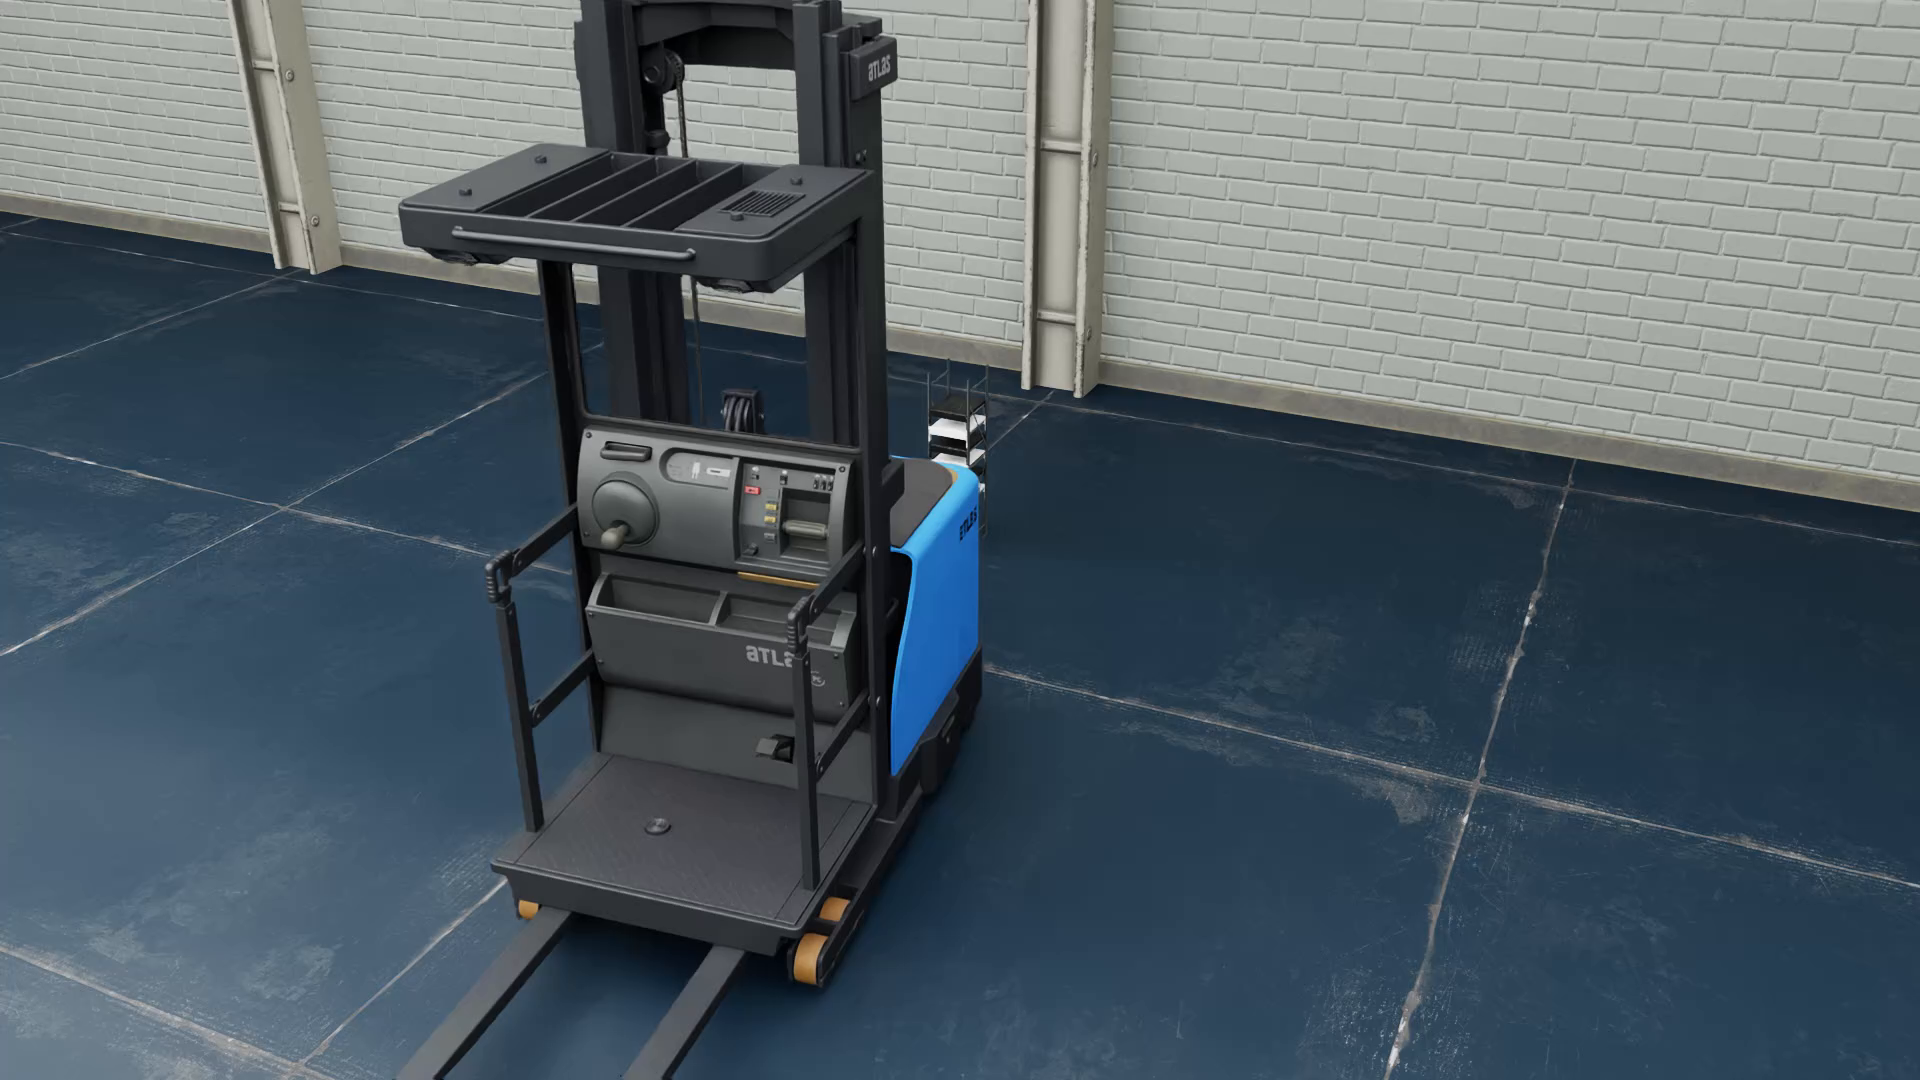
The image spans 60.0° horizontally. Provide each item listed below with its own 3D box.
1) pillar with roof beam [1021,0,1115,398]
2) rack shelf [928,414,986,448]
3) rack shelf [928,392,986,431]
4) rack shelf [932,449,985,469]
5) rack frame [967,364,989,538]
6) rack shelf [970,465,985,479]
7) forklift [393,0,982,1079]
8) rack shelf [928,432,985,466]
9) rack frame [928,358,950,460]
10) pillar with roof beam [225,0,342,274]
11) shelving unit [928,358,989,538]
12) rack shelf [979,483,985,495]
[{"bbox_3d":[-1.167,-3.256,4.675,0.400,9.000,9.100,11,28,22],"label":"pillar with roof beam"},{"bbox_3d":[-0.007,-0.537,7.989,0.200,0.077,0.258,11,28,22],"label":"rack shelf"},{"bbox_3d":[-0.007,-0.618,7.950,0.200,0.077,0.258,11,28,22],"label":"rack shelf"},{"bbox_3d":[-0.007,-0.375,8.069,0.200,0.077,0.258,11,28,22],"label":"rack shelf"},{"bbox_3d":[0.085,-0.387,8.016,0.006,0.900,0.240,11,28,22],"label":"rack frame"},{"bbox_3d":[-0.007,-0.295,8.109,0.200,0.077,0.258,11,28,22],"label":"rack shelf"},{"bbox_3d":[-0.854,-0.084,5.103,1.130,2.935,3.031,8,27,16],"label":"forklift"},{"bbox_3d":[-0.007,-0.456,8.029,0.200,0.077,0.258,11,28,22],"label":"rack shelf"},{"bbox_3d":[-0.100,-0.424,8.092,0.006,0.900,0.240,11,28,22],"label":"rack frame"},{"bbox_3d":[-6.629,-4.353,6.903,0.400,9.000,9.100,11,28,22],"label":"pillar with roof beam"},{"bbox_3d":[-0.007,-0.405,8.054,0.210,0.900,0.258,11,28,22],"label":"shelving unit"},{"bbox_3d":[-0.007,-0.214,8.148,0.200,0.077,0.258,11,28,22],"label":"rack shelf"}]
